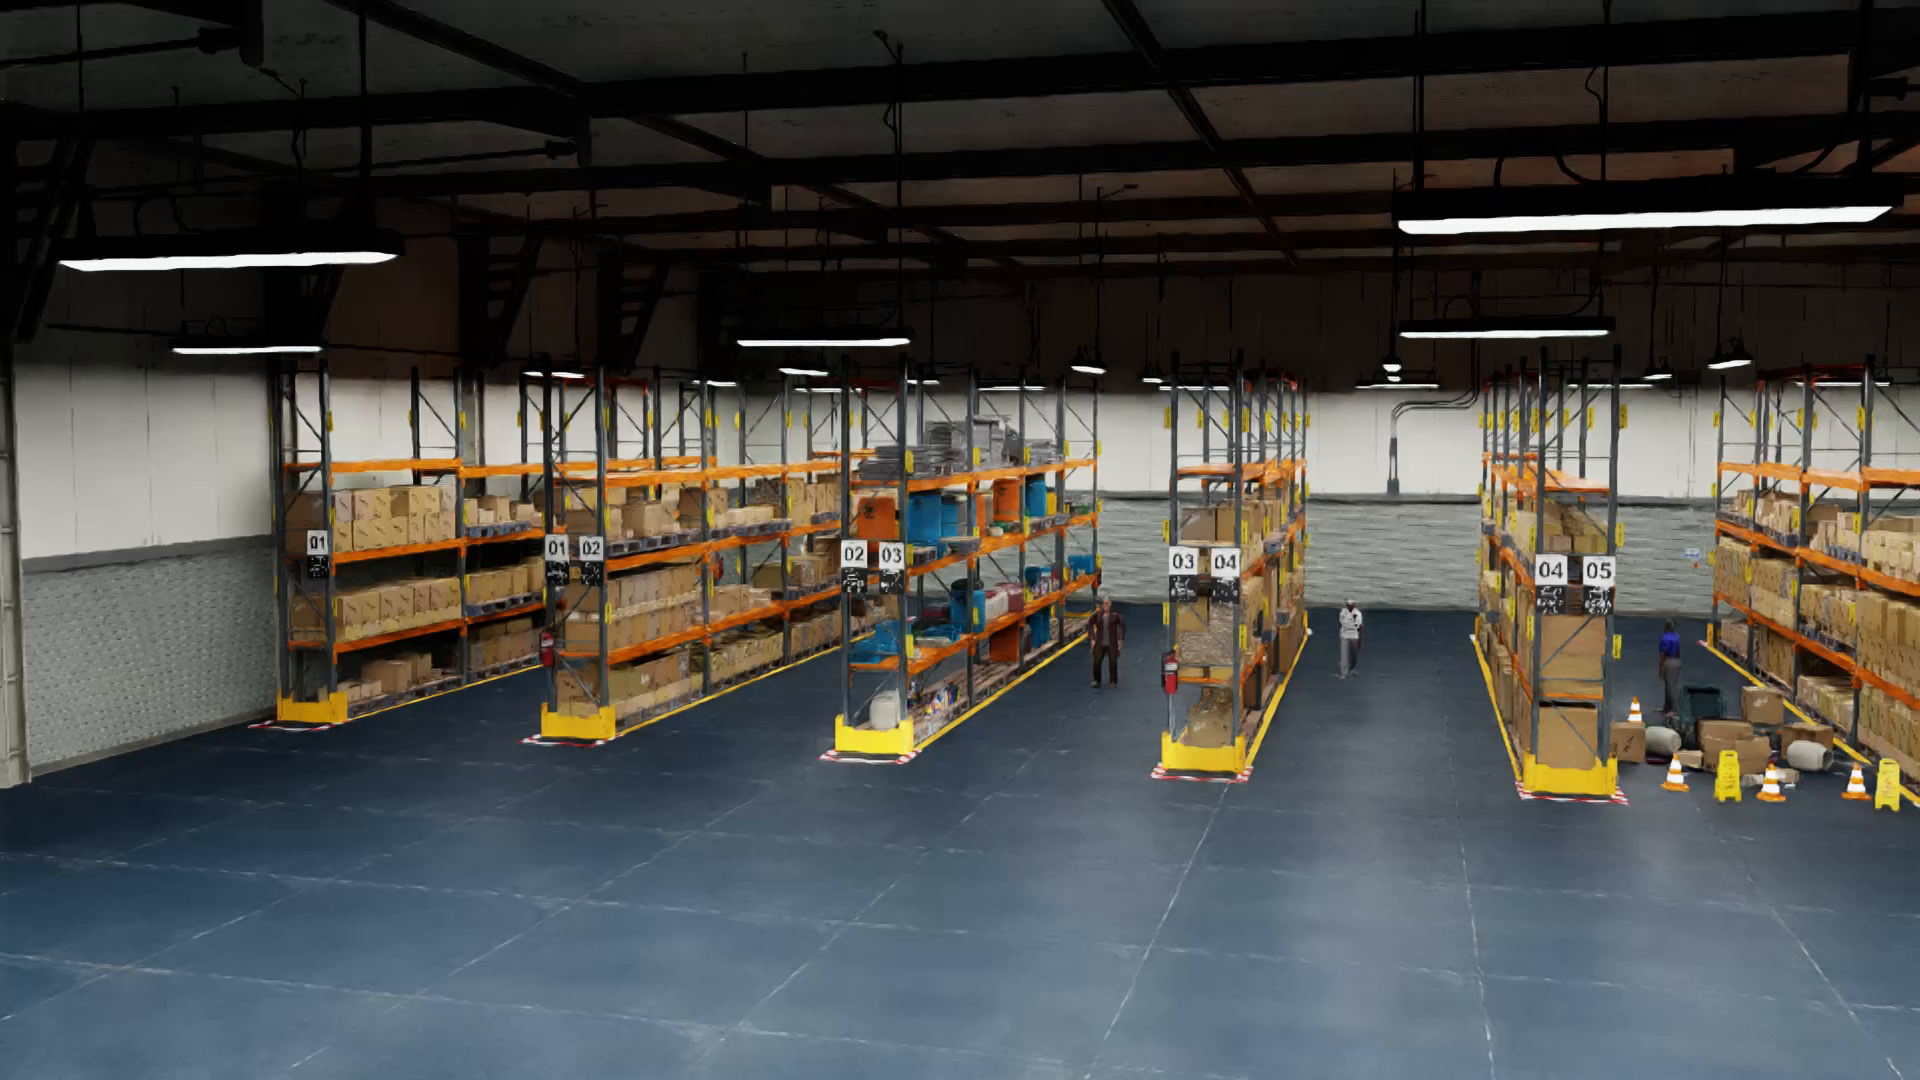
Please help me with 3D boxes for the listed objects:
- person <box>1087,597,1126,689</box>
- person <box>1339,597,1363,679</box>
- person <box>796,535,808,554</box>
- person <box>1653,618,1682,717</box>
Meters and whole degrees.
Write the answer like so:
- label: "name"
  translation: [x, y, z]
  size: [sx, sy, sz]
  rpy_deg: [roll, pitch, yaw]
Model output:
- label: "person"
  translation: [2.728, 1.913, 31.006]
  size: [0.729, 1.733, 0.546]
  rpy_deg: [1, 4, 14]
- label: "person"
  translation: [7.567, 1.874, 32.217]
  size: [0.445, 1.590, 1.091]
  rpy_deg: [1, 4, 13]
- label: "person"
  translation: [-4.400, 0.741, 47.003]
  size: [0.584, 1.775, 0.576]
  rpy_deg: [-1, 4, -20]
- label: "person"
  translation: [11.967, 2.139, 28.101]
  size: [0.575, 1.644, 0.539]
  rpy_deg: [-4, 6, -44]
